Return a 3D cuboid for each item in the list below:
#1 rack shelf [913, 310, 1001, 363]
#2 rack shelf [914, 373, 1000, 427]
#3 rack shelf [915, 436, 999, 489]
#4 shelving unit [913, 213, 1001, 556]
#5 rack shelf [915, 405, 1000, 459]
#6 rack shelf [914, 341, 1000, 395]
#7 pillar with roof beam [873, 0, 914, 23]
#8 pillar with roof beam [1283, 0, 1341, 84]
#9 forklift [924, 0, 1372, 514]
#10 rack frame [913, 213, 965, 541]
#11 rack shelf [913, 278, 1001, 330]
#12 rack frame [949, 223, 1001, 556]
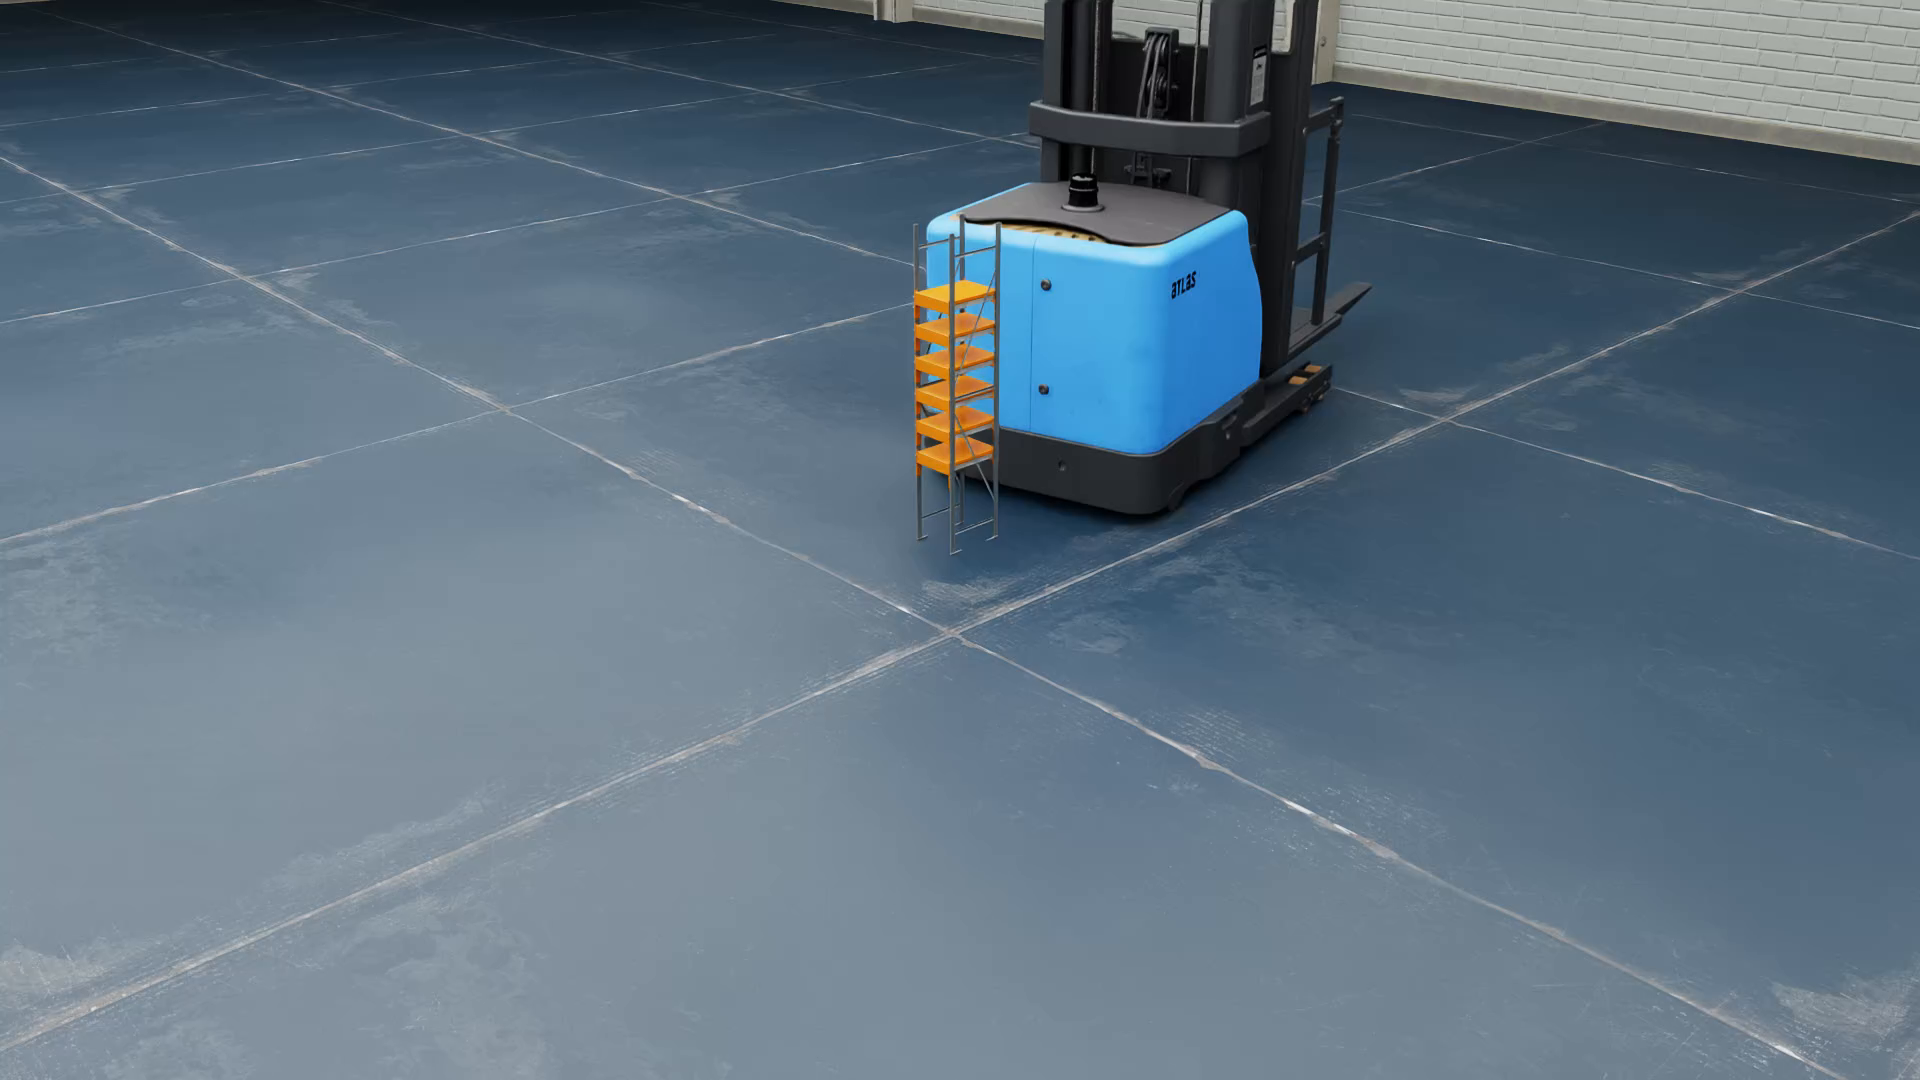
[{"bbox_3d":[-0.010,-0.728,5.929,0.258,0.103,0.180,-21,32,-38],"label":"rack shelf"},{"bbox_3d":[-0.010,-0.510,6.029,0.258,0.103,0.180,-21,32,-38],"label":"rack shelf"},{"bbox_3d":[-0.010,-0.291,6.129,0.258,0.103,0.180,-21,32,-38],"label":"rack shelf"},{"bbox_3d":[-0.010,-0.550,6.011,0.258,1.200,0.189,-21,32,-38],"label":"shelving unit"},{"bbox_3d":[-0.010,-0.401,6.079,0.258,0.103,0.180,-21,32,-38],"label":"rack shelf"},{"bbox_3d":[-0.010,-0.619,5.979,0.258,0.103,0.180,-21,32,-38],"label":"rack shelf"},{"bbox_3d":[-3.931,-9.082,15.316,9.100,9.000,0.400,-21,32,-38],"label":"pillar with roof beam"},{"bbox_3d":[0.170,-7.264,11.332,9.100,9.000,0.400,-21,32,-38],"label":"pillar with roof beam"},{"bbox_3d":[1.056,-1.996,7.094,1.130,2.935,3.031,14,28,28],"label":"forklift"},{"bbox_3d":[-0.072,-0.578,6.071,0.240,1.200,0.006,-21,32,-38],"label":"rack frame"},{"bbox_3d":[-0.010,-0.837,5.880,0.258,0.103,0.180,-21,32,-38],"label":"rack shelf"},{"bbox_3d":[0.053,-0.523,5.950,0.240,1.200,0.006,-21,32,-38],"label":"rack frame"}]
